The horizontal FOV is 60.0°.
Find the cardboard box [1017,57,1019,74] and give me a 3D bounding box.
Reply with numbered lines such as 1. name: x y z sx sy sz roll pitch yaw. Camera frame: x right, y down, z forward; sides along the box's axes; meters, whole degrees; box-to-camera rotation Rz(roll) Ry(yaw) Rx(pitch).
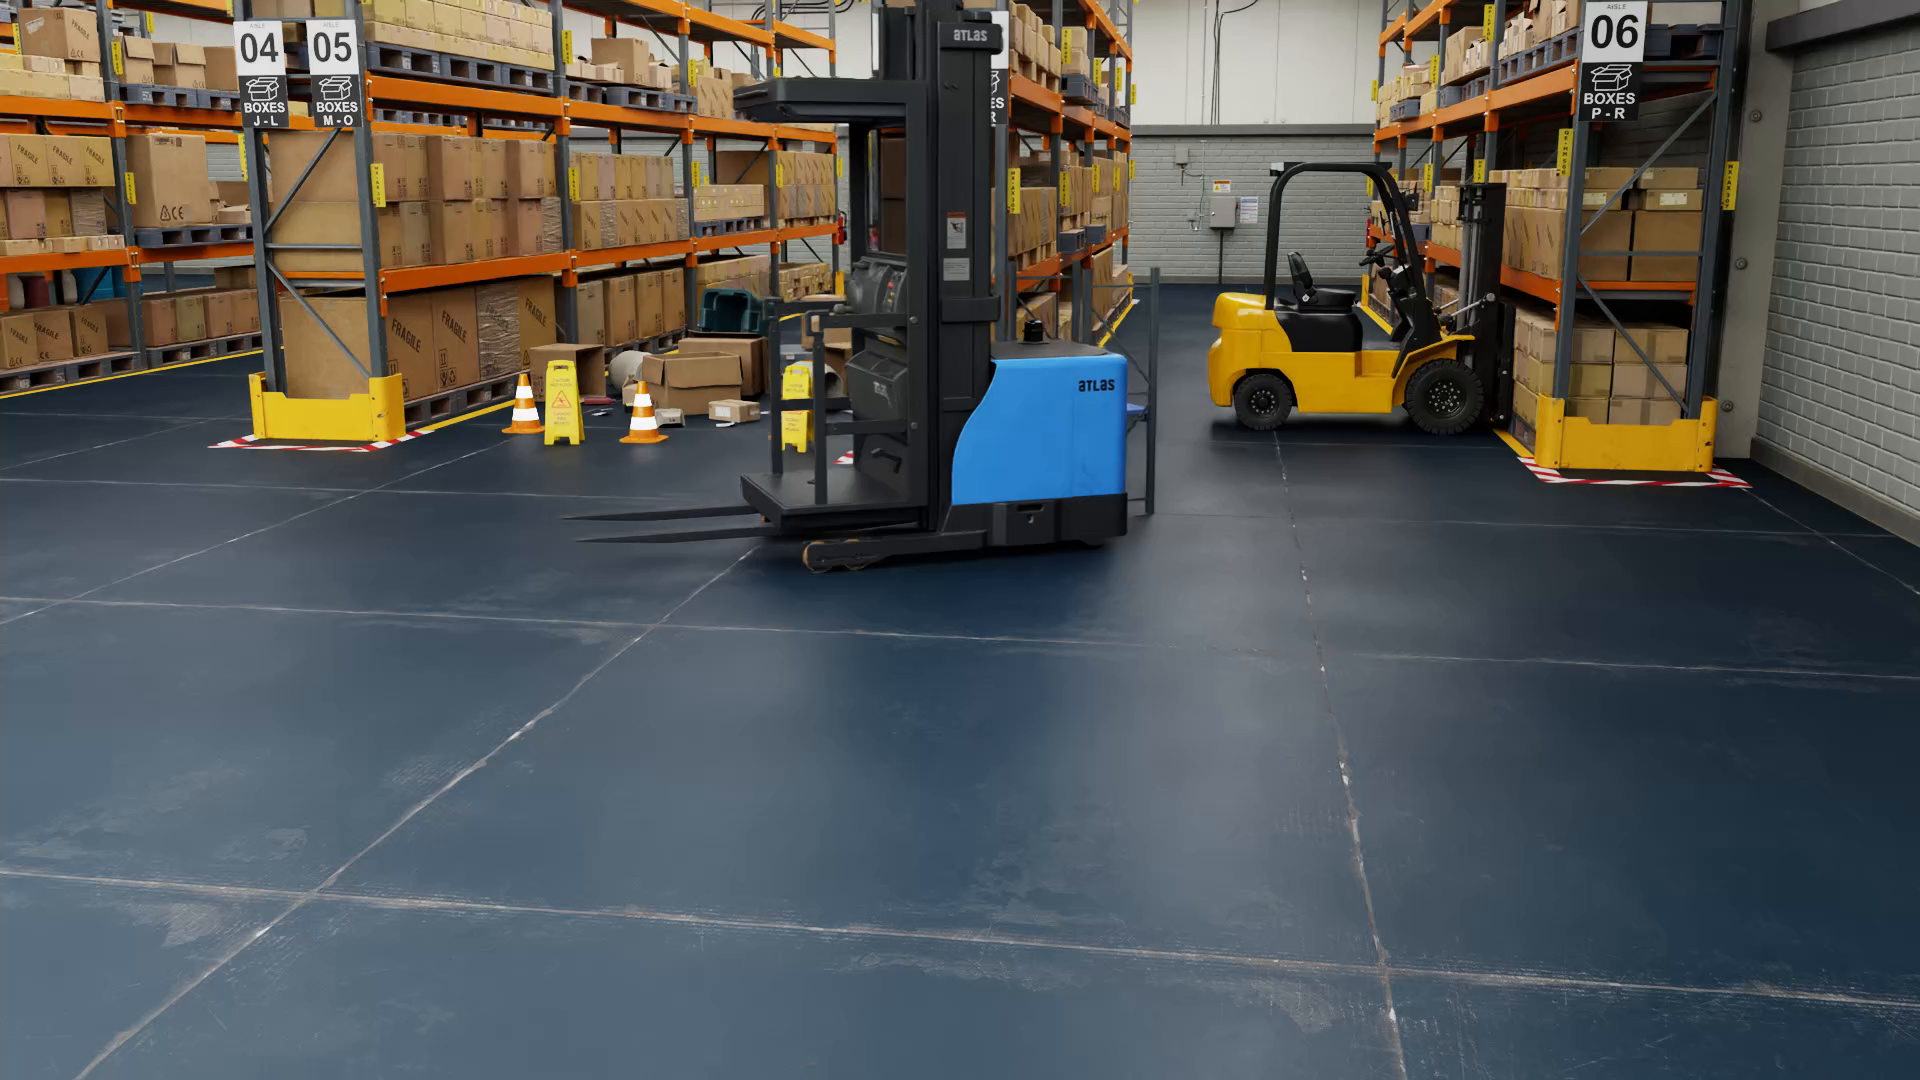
1. cardboard box: 0.255 -3.677 12.910 0.380 0.149 0.250 2 12 10

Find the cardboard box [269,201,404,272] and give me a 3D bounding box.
1. cardboard box: -5.038 -2.454 13.406 0.875 0.550 0.550 2 12 9

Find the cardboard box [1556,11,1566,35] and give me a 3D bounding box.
1. cardboard box: 4.589 -3.783 12.169 0.380 0.149 0.250 2 12 7

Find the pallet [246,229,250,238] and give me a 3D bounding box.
1. pallet: -8.710 -3.904 20.943 1.213 0.211 1.003 2 12 9

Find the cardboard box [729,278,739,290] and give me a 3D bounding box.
1. cardboard box: -3.311 -3.302 22.631 0.500 0.500 0.500 2 12 7

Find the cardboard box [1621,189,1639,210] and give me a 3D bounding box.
1. cardboard box: 5.045 -2.485 12.125 0.380 0.149 0.250 2 12 9

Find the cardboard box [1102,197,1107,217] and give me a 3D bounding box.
1. cardboard box: 1.669 -4.413 22.019 0.500 0.250 0.500 2 12 10

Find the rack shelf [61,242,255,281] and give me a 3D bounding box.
1. rack shelf: -9.013 -3.381 19.771 1.077 0.370 4.000 2 12 9

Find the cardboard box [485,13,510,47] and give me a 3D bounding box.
1. cardboard box: -4.414 -4.608 15.049 0.500 0.250 0.500 2 12 8

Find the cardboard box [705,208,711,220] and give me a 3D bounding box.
1. cardboard box: -3.469 -4.249 21.688 0.380 0.149 0.250 3 12 11

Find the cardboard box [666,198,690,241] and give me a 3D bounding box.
1. cardboard box: -3.624 -3.914 20.298 0.500 0.500 0.500 2 12 9

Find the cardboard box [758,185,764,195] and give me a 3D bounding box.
1. cardboard box: -3.074 -5.084 24.150 0.380 0.149 0.250 2 12 11

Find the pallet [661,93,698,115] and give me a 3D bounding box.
1. pallet: -3.867 -5.206 19.858 1.213 0.211 1.003 2 12 11

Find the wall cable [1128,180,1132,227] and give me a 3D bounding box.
1. wall cable: 3.161 -7.180 33.204 0.585 1.953 0.123 2 12 9

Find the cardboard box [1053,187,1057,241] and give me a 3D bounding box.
1. cardboard box: 0.649 -3.089 15.765 0.500 0.500 0.500 2 12 7

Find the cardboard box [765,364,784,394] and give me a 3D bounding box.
1. cardboard box: -1.774 -1.559 16.097 0.258 0.266 0.396 -7 14 -30

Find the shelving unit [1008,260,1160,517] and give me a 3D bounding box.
1. shelving unit: 0.750 -0.966 10.414 0.538 1.500 1.048 -5 13 -23

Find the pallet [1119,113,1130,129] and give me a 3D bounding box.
1. pallet: 2.213 -6.762 26.840 1.003 0.211 1.213 2 12 9

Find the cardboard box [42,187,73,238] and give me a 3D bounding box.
1. cardboard box: -9.563 -3.316 16.819 0.875 0.500 0.500 2 12 9

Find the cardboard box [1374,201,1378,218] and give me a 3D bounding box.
1. cardboard box: 6.809 -5.215 26.222 0.500 0.250 0.500 2 12 9

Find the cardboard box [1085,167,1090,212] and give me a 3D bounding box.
1. cardboard box: 1.223 -4.016 19.069 0.500 0.500 0.500 2 12 8

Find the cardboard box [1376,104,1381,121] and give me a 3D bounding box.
1. cardboard box: 6.884 -6.788 26.403 0.500 0.250 0.500 2 12 8

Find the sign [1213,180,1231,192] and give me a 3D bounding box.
1. sign: 5.192 -7.018 32.979 0.339 0.242 0.001 2 12 9

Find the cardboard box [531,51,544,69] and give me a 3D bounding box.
1. cardboard box: -4.214 -4.594 15.933 0.380 0.149 0.250 2 12 10

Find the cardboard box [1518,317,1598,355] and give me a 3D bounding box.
1. cardboard box: 4.597 -1.565 12.793 0.500 0.250 0.500 2 12 10

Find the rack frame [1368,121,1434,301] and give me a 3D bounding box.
1. rack frame: 7.222 -5.334 27.122 1.000 3.000 0.127 2 12 9

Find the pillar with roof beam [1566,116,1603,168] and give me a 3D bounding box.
1. pillar with roof beam: 2.428 -6.440 18.015 9.100 9.000 0.400 2 12 9

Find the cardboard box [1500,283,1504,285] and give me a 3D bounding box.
1. cardboard box: 6.380 -3.067 20.002 0.380 0.149 0.250 3 12 12

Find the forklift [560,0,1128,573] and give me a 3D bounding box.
1. forklift: -0.637 -1.386 8.966 3.031 2.935 1.130 -4 13 -19

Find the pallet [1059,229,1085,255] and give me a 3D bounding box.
1. pallet: 0.733 -3.056 17.010 1.003 0.211 1.213 2 12 9

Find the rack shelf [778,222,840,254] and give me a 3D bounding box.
1. rack shelf: -2.897 -4.865 26.655 1.077 0.370 4.000 2 12 9

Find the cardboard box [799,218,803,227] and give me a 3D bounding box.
1. cardboard box: -2.683 -5.002 26.178 0.380 0.149 0.250 2 12 11

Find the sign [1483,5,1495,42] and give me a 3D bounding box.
1. sign: 4.839 -4.724 15.199 0.100 0.325 0.005 2 12 9

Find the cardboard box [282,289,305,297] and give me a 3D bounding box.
1. cardboard box: -8.789 -3.002 21.194 0.700 0.500 0.500 1 12 6

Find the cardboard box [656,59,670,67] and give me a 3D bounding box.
1. cardboard box: -3.950 -6.057 21.304 0.396 0.266 0.258 2 12 9

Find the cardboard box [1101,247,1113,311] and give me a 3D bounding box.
1. cardboard box: 1.686 -3.696 23.570 0.875 0.875 0.875 2 12 10

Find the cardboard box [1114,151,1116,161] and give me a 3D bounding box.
1. cardboard box: 2.127 -5.731 24.817 0.380 0.149 0.250 2 12 8

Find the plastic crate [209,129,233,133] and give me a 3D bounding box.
1. plastic crate: -12.442 -6.874 27.778 0.437 0.136 0.530 2 12 9

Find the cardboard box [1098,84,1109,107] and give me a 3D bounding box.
1. cardboard box: 1.774 -6.099 22.767 0.500 0.311 0.500 2 12 9

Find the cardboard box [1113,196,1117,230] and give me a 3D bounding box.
1. cardboard box: 2.033 -4.799 24.404 0.500 0.500 0.500 2 12 11

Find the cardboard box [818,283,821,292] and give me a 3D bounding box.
1. cardboard box: -2.530 -4.219 27.722 0.380 0.149 0.250 2 12 8

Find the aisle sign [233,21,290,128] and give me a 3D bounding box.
1. aisle sign: -5.358 -3.568 12.759 0.394 0.787 0.004 2 12 9

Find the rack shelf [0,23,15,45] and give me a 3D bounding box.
1. rack shelf: -13.292 -7.112 23.790 1.077 0.370 4.000 2 12 9

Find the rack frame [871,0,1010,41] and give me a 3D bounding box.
1. rack frame: -0.144 -5.096 11.778 1.000 3.000 0.127 2 12 9

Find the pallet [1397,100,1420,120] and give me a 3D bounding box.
1. pallet: 6.281 -5.526 21.340 1.213 0.211 1.003 2 12 9

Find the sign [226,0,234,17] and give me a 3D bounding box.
1. sign: -5.584 -4.183 12.750 0.100 0.325 0.005 2 12 9

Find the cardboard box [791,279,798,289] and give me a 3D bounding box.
1. cardboard box: -2.771 -4.043 26.195 0.380 0.149 0.250 2 12 11

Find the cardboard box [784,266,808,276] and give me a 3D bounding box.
1. cardboard box: -2.669 -4.348 26.906 0.380 0.149 0.250 1 12 7

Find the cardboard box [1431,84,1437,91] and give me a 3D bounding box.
1. cardboard box: 5.928 -5.498 20.175 0.380 0.149 0.250 2 12 9

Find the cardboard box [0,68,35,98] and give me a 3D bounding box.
1. cardboard box: -9.296 -4.392 15.988 0.500 0.250 0.500 2 12 8

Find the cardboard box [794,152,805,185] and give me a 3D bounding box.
1. cardboard box: -2.722 -5.782 25.885 0.500 0.500 0.500 2 12 10

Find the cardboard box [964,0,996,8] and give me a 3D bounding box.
1. cardboard box: 0.113 -3.964 12.349 0.380 0.149 0.250 2 12 8
